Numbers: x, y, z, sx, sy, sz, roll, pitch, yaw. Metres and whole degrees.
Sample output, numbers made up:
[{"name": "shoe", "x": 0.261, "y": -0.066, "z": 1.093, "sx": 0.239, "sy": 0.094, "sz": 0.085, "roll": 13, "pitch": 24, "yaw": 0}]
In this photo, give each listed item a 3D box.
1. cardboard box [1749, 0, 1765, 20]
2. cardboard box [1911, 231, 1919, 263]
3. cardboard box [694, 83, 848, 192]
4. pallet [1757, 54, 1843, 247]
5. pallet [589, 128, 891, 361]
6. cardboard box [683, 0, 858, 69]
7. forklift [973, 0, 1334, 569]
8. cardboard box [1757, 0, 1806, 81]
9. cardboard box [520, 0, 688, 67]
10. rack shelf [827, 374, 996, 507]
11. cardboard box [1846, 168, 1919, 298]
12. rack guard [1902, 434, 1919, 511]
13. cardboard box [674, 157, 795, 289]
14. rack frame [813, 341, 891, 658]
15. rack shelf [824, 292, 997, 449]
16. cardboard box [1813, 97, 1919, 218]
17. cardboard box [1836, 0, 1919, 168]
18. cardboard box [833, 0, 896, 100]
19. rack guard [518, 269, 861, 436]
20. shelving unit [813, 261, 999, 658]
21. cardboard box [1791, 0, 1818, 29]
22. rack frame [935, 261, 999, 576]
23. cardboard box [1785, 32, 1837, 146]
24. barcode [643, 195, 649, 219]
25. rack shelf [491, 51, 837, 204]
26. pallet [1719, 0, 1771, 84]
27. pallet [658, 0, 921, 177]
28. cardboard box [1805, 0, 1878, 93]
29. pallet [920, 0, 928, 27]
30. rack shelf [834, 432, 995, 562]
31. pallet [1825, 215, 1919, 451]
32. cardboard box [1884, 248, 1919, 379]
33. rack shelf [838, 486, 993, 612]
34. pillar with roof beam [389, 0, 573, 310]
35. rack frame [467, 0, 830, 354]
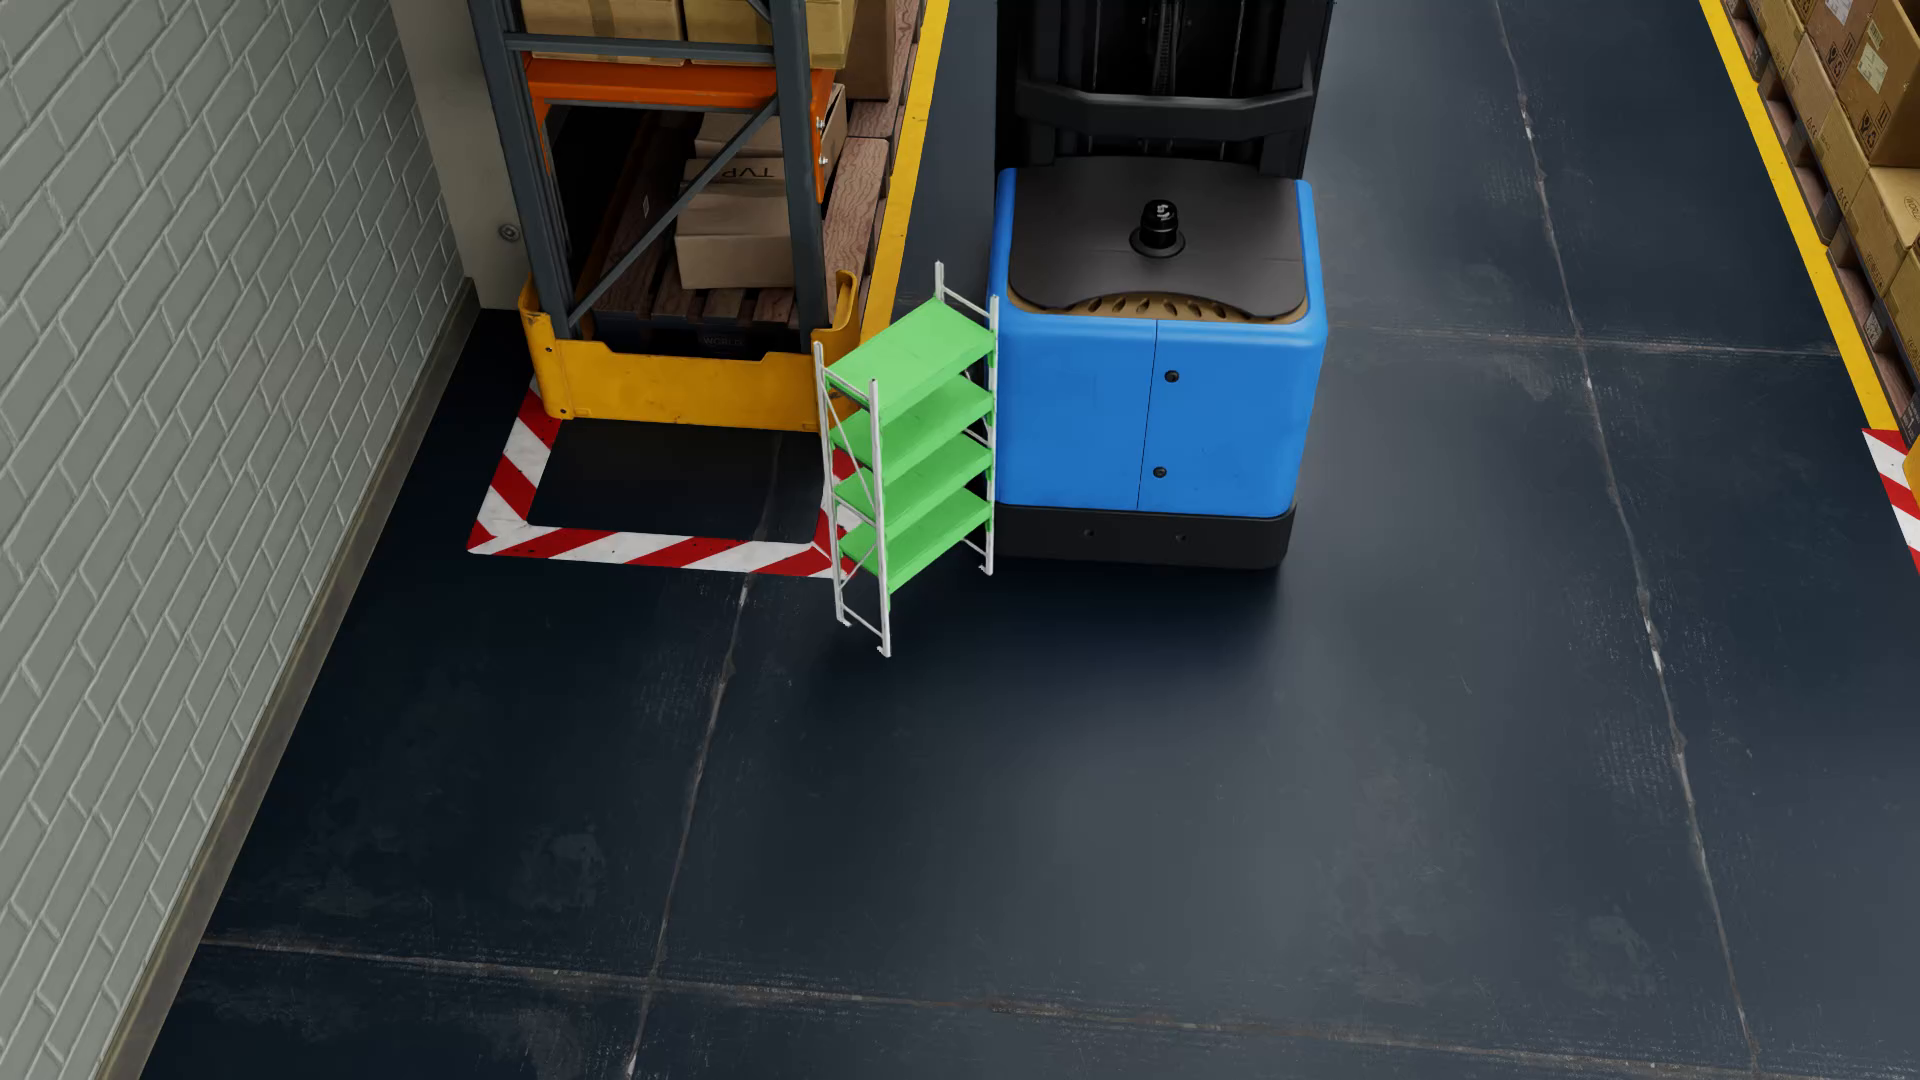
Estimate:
[{"name": "cardboard box", "x": 3.937, "y": -2.634, "z": 7.705, "sx": 0.500, "sy": 0.250, "sz": 0.500, "roll": 4, "pitch": 48, "yaw": 4}, {"name": "cardboard box", "x": 3.720, "y": -1.049, "z": 5.747, "sx": 0.500, "sy": 0.500, "sz": 0.500, "roll": 4, "pitch": 48, "yaw": 4}, {"name": "cardboard box", "x": -0.762, "y": -1.661, "z": 6.760, "sx": 0.500, "sy": 0.311, "sz": 0.500, "roll": 7, "pitch": 48, "yaw": 7}, {"name": "pallet", "x": 4.109, "y": -1.686, "z": 7.149, "sx": 1.003, "sy": 0.211, "sz": 1.213, "roll": 4, "pitch": 48, "yaw": 4}, {"name": "pallet", "x": -0.850, "y": -1.208, "z": 6.712, "sx": 1.003, "sy": 0.211, "sz": 1.213, "roll": 4, "pitch": 48, "yaw": 4}, {"name": "cardboard box", "x": -0.606, "y": -1.792, "z": 5.444, "sx": 0.500, "sy": 0.250, "sz": 0.500, "roll": 3, "pitch": 48, "yaw": 2}, {"name": "forklift", "x": 0.683, "y": -1.979, "z": 5.573, "sx": 1.130, "sy": 2.935, "sz": 3.031, "roll": 3, "pitch": 48, "yaw": 3}, {"name": "cardboard box", "x": 3.886, "y": -2.267, "z": 7.369, "sx": 0.500, "sy": 0.250, "sz": 0.500, "roll": 4, "pitch": 48, "yaw": 4}, {"name": "cardboard box", "x": -1.117, "y": -1.811, "z": 5.462, "sx": 0.500, "sy": 0.250, "sz": 0.500, "roll": 4, "pitch": 48, "yaw": 4}, {"name": "rack shelf", "x": -0.149, "y": -0.336, "z": 5.005, "sx": 0.258, "sy": 0.148, "sz": 0.480, "roll": 35, "pitch": 56, "yaw": 28}, {"name": "cardboard box", "x": 3.755, "y": -1.164, "z": 6.361, "sx": 0.500, "sy": 0.250, "sz": 0.500, "roll": 4, "pitch": 48, "yaw": 4}, {"name": "rack guard", "x": 3.965, "y": -0.307, "z": 5.692, "sx": 1.175, "sy": 0.500, "sz": 0.348, "roll": 4, "pitch": 48, "yaw": 4}, {"name": "cardboard box", "x": -0.814, "y": -1.242, "z": 6.377, "sx": 0.500, "sy": 0.311, "sz": 0.500, "roll": -1, "pitch": 48, "yaw": -1}, {"name": "rack frame", "x": -0.317, "y": -0.086, "z": 5.016, "sx": 0.240, "sy": 1.200, "sz": 0.015, "roll": 35, "pitch": 56, "yaw": 28}, {"name": "rack shelf", "x": -0.149, "y": -0.498, "z": 4.828, "sx": 0.258, "sy": 0.148, "sz": 0.480, "roll": 35, "pitch": 56, "yaw": 28}, {"name": "cardboard box", "x": 3.799, "y": -1.532, "z": 6.697, "sx": 0.500, "sy": 0.250, "sz": 0.500, "roll": 4, "pitch": 48, "yaw": 4}, {"name": "cardboard box", "x": 3.796, "y": -1.785, "z": 6.420, "sx": 0.500, "sy": 0.500, "sz": 0.500, "roll": 4, "pitch": 48, "yaw": 4}, {"name": "cardboard box", "x": -0.645, "y": -2.260, "z": 7.181, "sx": 0.700, "sy": 0.500, "sz": 0.500, "roll": 1, "pitch": 48, "yaw": 1}, {"name": "rack guard", "x": -0.959, "y": -0.711, "z": 6.061, "sx": 1.175, "sy": 0.500, "sz": 0.348, "roll": 4, "pitch": 48, "yaw": 4}, {"name": "shelving unit", "x": -0.149, "y": -0.217, "z": 5.135, "sx": 0.258, "sy": 1.200, "sz": 0.503, "roll": 35, "pitch": 56, "yaw": 28}, {"name": "cardboard box", "x": 3.887, "y": -2.520, "z": 7.093, "sx": 0.500, "sy": 0.500, "sz": 0.500, "roll": 4, "pitch": 48, "yaw": 4}, {"name": "rack frame", "x": 0.019, "y": -0.347, "z": 5.255, "sx": 0.240, "sy": 1.200, "sz": 0.015, "roll": 35, "pitch": 56, "yaw": 28}, {"name": "cardboard box", "x": 3.847, "y": -1.899, "z": 7.033, "sx": 0.500, "sy": 0.250, "sz": 0.500, "roll": 4, "pitch": 48, "yaw": 4}, {"name": "barcode", "x": -1.210, "y": -1.285, "z": 6.411, "sx": 0.001, "sy": 0.075, "sz": 0.075, "roll": 4, "pitch": 48, "yaw": 4}, {"name": "rack shelf", "x": -0.784, "y": -2.725, "z": 6.698, "sx": 1.077, "sy": 0.370, "sz": 4.000, "roll": 4, "pitch": 48, "yaw": 4}, {"name": "pallet", "x": 4.218, "y": -2.585, "z": 7.971, "sx": 1.003, "sy": 0.211, "sz": 1.213, "roll": 4, "pitch": 48, "yaw": 4}, {"name": "pallet", "x": -0.736, "y": -2.102, "z": 7.529, "sx": 1.003, "sy": 0.211, "sz": 1.213, "roll": 4, "pitch": 48, "yaw": 4}, {"name": "cardboard box", "x": 3.843, "y": -2.152, "z": 6.756, "sx": 0.500, "sy": 0.500, "sz": 0.500, "roll": 4, "pitch": 48, "yaw": 4}, {"name": "pallet", "x": -0.628, "y": -3.001, "z": 8.352, "sx": 1.003, "sy": 0.211, "sz": 1.213, "roll": 4, "pitch": 48, "yaw": 4}, {"name": "rack shelf", "x": -0.149, "y": -0.174, "z": 5.182, "sx": 0.258, "sy": 0.148, "sz": 0.480, "roll": 35, "pitch": 56, "yaw": 28}, {"name": "pallet", "x": 3.995, "y": -0.792, "z": 6.331, "sx": 1.003, "sy": 0.211, "sz": 1.213, "roll": 4, "pitch": 48, "yaw": 4}, {"name": "cardboard box", "x": 3.722, "y": -0.796, "z": 6.024, "sx": 0.500, "sy": 0.250, "sz": 0.500, "roll": 4, "pitch": 48, "yaw": 4}, {"name": "rack shelf", "x": -0.149, "y": -0.012, "z": 5.359, "sx": 0.258, "sy": 0.148, "sz": 0.480, "roll": 35, "pitch": 56, "yaw": 28}, {"name": "pillar with roof beam", "x": 2.523, "y": -3.806, "z": 3.133, "sx": 9.100, "sy": 9.000, "sz": 0.400, "roll": 4, "pitch": 48, "yaw": 4}, {"name": "rack frame", "x": -0.966, "y": -1.499, "z": 5.088, "sx": 1.000, "sy": 3.000, "sz": 0.127, "roll": 4, "pitch": 48, "yaw": 4}]
